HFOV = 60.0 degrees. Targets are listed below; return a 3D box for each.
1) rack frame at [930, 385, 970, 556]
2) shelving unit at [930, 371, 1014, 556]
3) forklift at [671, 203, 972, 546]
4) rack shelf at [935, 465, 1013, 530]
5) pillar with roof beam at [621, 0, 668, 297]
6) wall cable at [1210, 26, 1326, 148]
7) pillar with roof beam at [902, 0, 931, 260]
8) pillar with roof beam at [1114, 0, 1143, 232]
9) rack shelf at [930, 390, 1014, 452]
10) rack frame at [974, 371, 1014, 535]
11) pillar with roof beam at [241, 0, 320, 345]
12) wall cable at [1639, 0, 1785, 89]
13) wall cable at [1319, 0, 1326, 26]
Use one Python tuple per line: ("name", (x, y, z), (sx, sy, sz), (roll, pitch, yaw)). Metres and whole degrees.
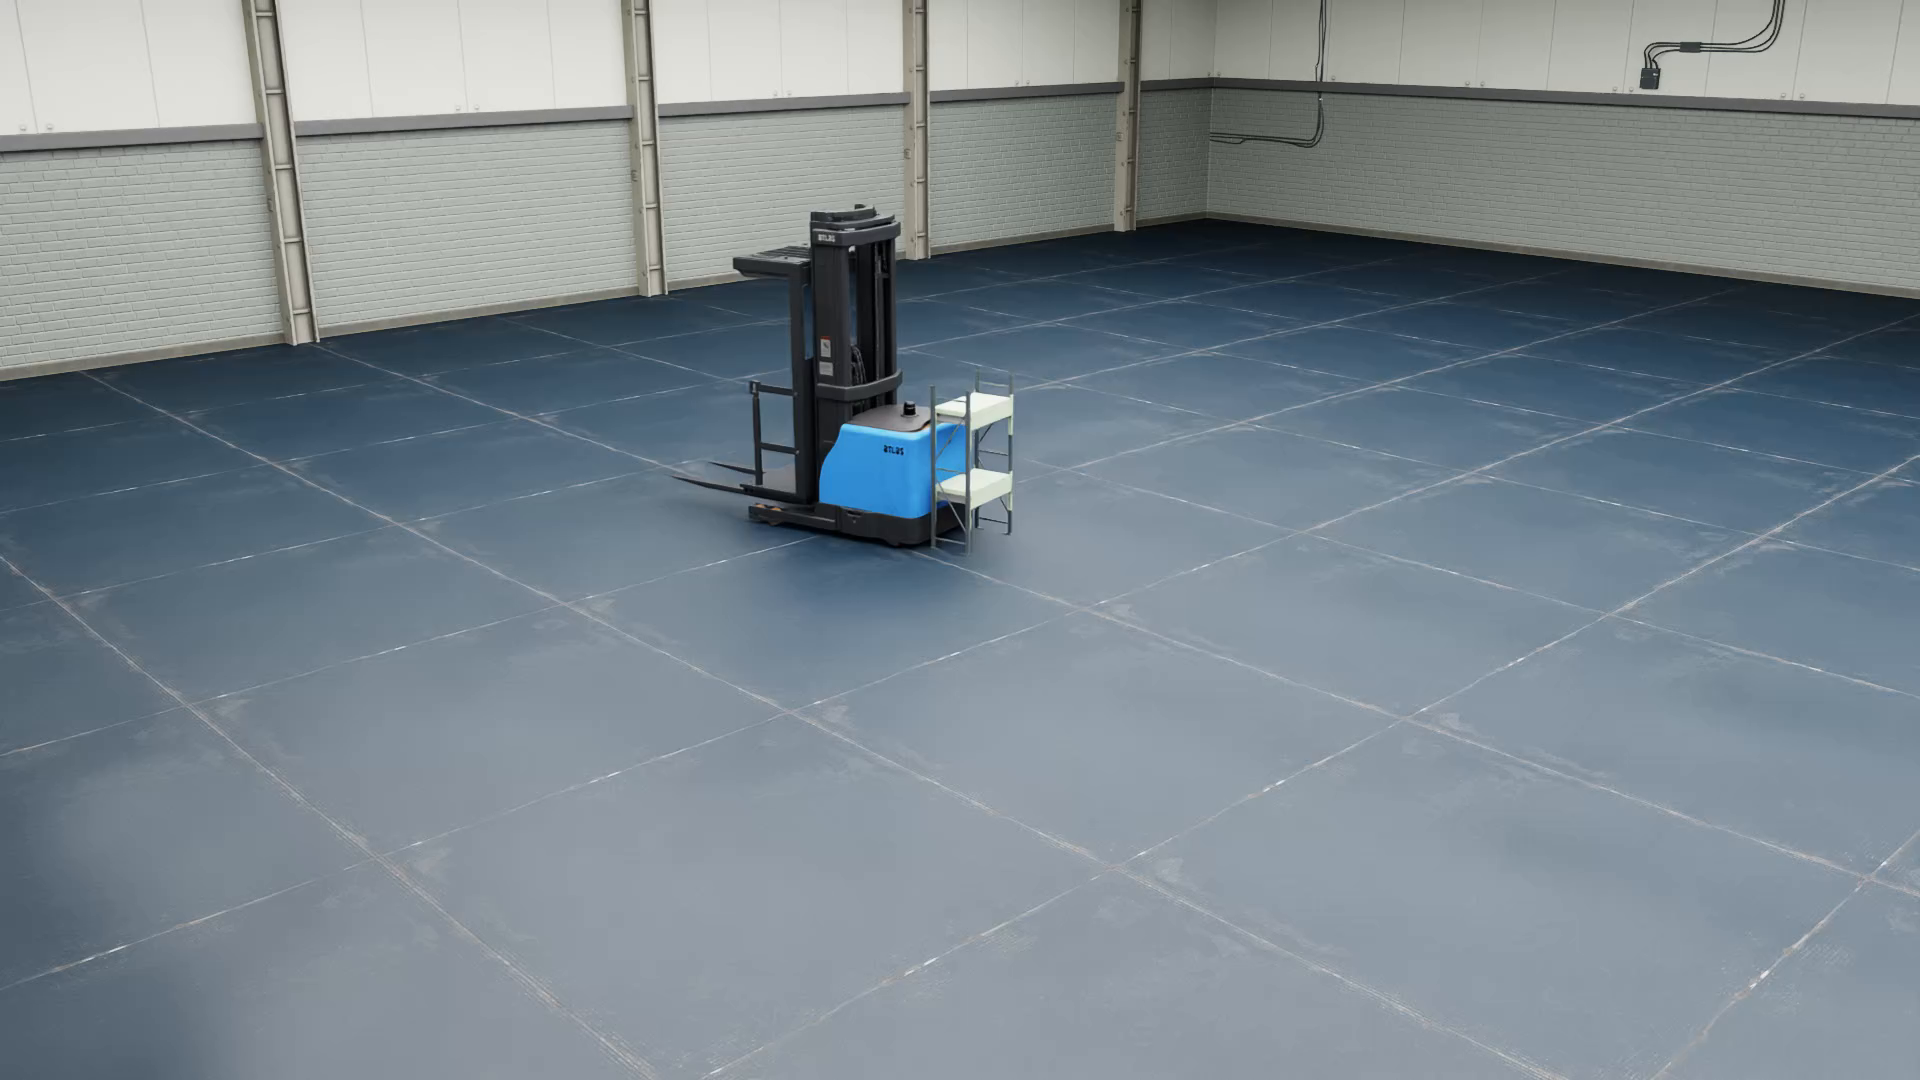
("rack frame", (-0.085, -0.605, 14.684), (0.400, 1.500, 0.023), (11, 21, 31))
("shelving unit", (0.112, -0.700, 14.978), (0.431, 1.500, 0.755), (11, 21, 31))
("forklift", (-1.408, -1.658, 15.612), (3.031, 2.935, 1.130), (11, 21, 30))
("rack shelf", (0.112, -0.390, 15.079), (0.431, 0.370, 0.720), (11, 21, 31))
("pillar with roof beam", (-2.213, -7.456, 23.657), (0.400, 9.000, 9.100), (-16, 24, -41))
("wall cable", (6.598, -9.815, 35.966), (0.112, 2.526, 3.097), (-16, 24, -41))
("pillar with roof beam", (2.146, -8.728, 27.578), (0.400, 9.000, 9.100), (-16, 24, -41))
("pillar with roof beam", (6.506, -9.999, 31.500), (0.400, 9.000, 9.100), (-16, 24, -41))
("rack shelf", (0.112, -1.072, 14.858), (0.431, 0.370, 0.720), (11, 21, 31))
("rack frame", (0.309, -0.796, 15.272), (0.400, 1.500, 0.023), (11, 21, 31))
("pillar with roof beam", (-6.573, -6.185, 19.736), (0.400, 9.000, 9.100), (-16, 24, -41))
("wall cable", (13.108, -10.779, 28.390), (0.169, 6.003, 2.305), (-16, 24, -41))
("wall cable", (8.456, -11.611, 33.317), (0.112, 2.526, 3.097), (-16, 24, -41))
